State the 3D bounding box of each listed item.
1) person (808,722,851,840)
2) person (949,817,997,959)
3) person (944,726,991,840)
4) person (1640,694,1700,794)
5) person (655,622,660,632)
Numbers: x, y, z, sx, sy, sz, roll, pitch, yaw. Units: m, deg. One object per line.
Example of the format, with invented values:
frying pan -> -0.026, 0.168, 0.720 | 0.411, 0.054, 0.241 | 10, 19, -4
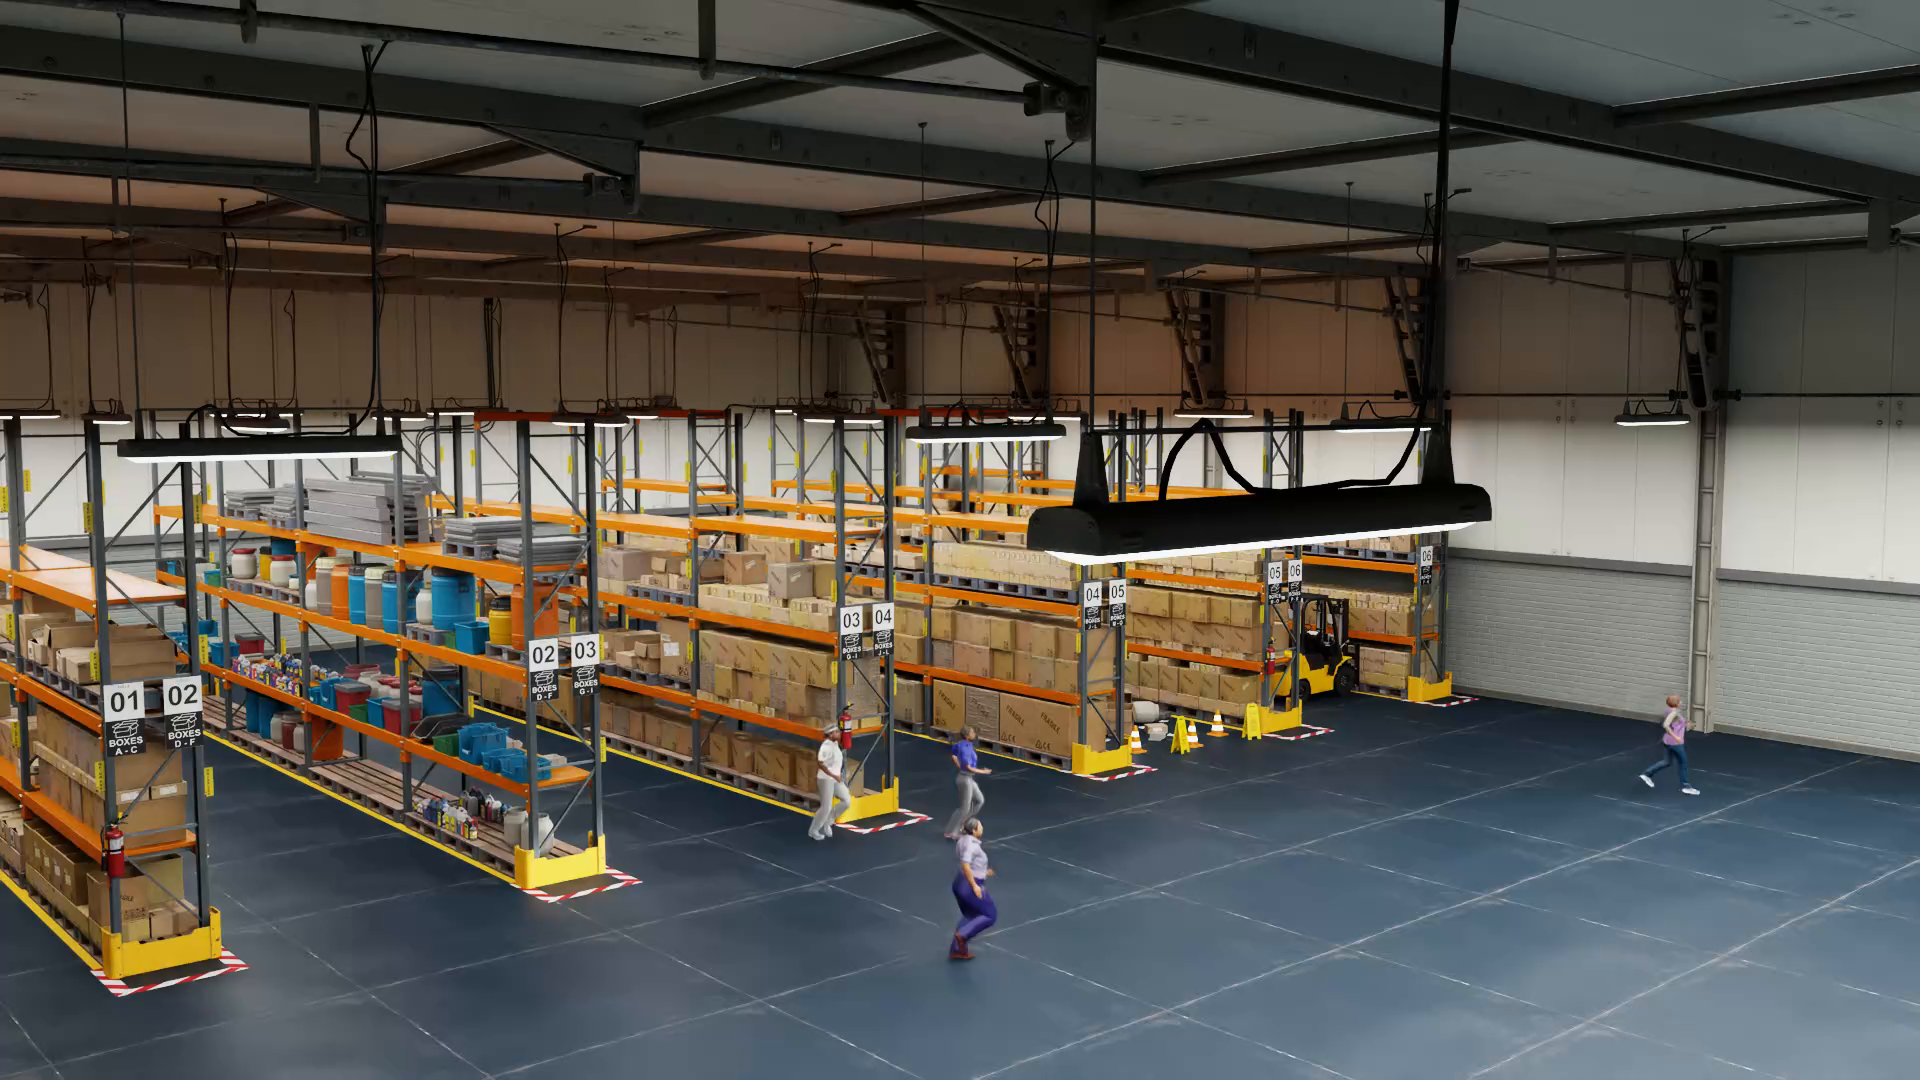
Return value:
person -> -1.823, 3.419, 23.776 | 0.575, 1.637, 0.640 | 2, 5, 22
person -> 0.163, 3.904, 18.639 | 0.588, 1.585, 0.592 | -2, 5, -21
person -> 0.107, 3.452, 23.604 | 0.674, 1.669, 0.597 | 0, 5, -2
person -> 11.243, 3.213, 26.253 | 0.893, 1.582, 0.539 | 1, 5, 7
person -> -7.489, 1.729, 42.433 | 0.852, 1.816, 0.670 | -3, 6, -33
